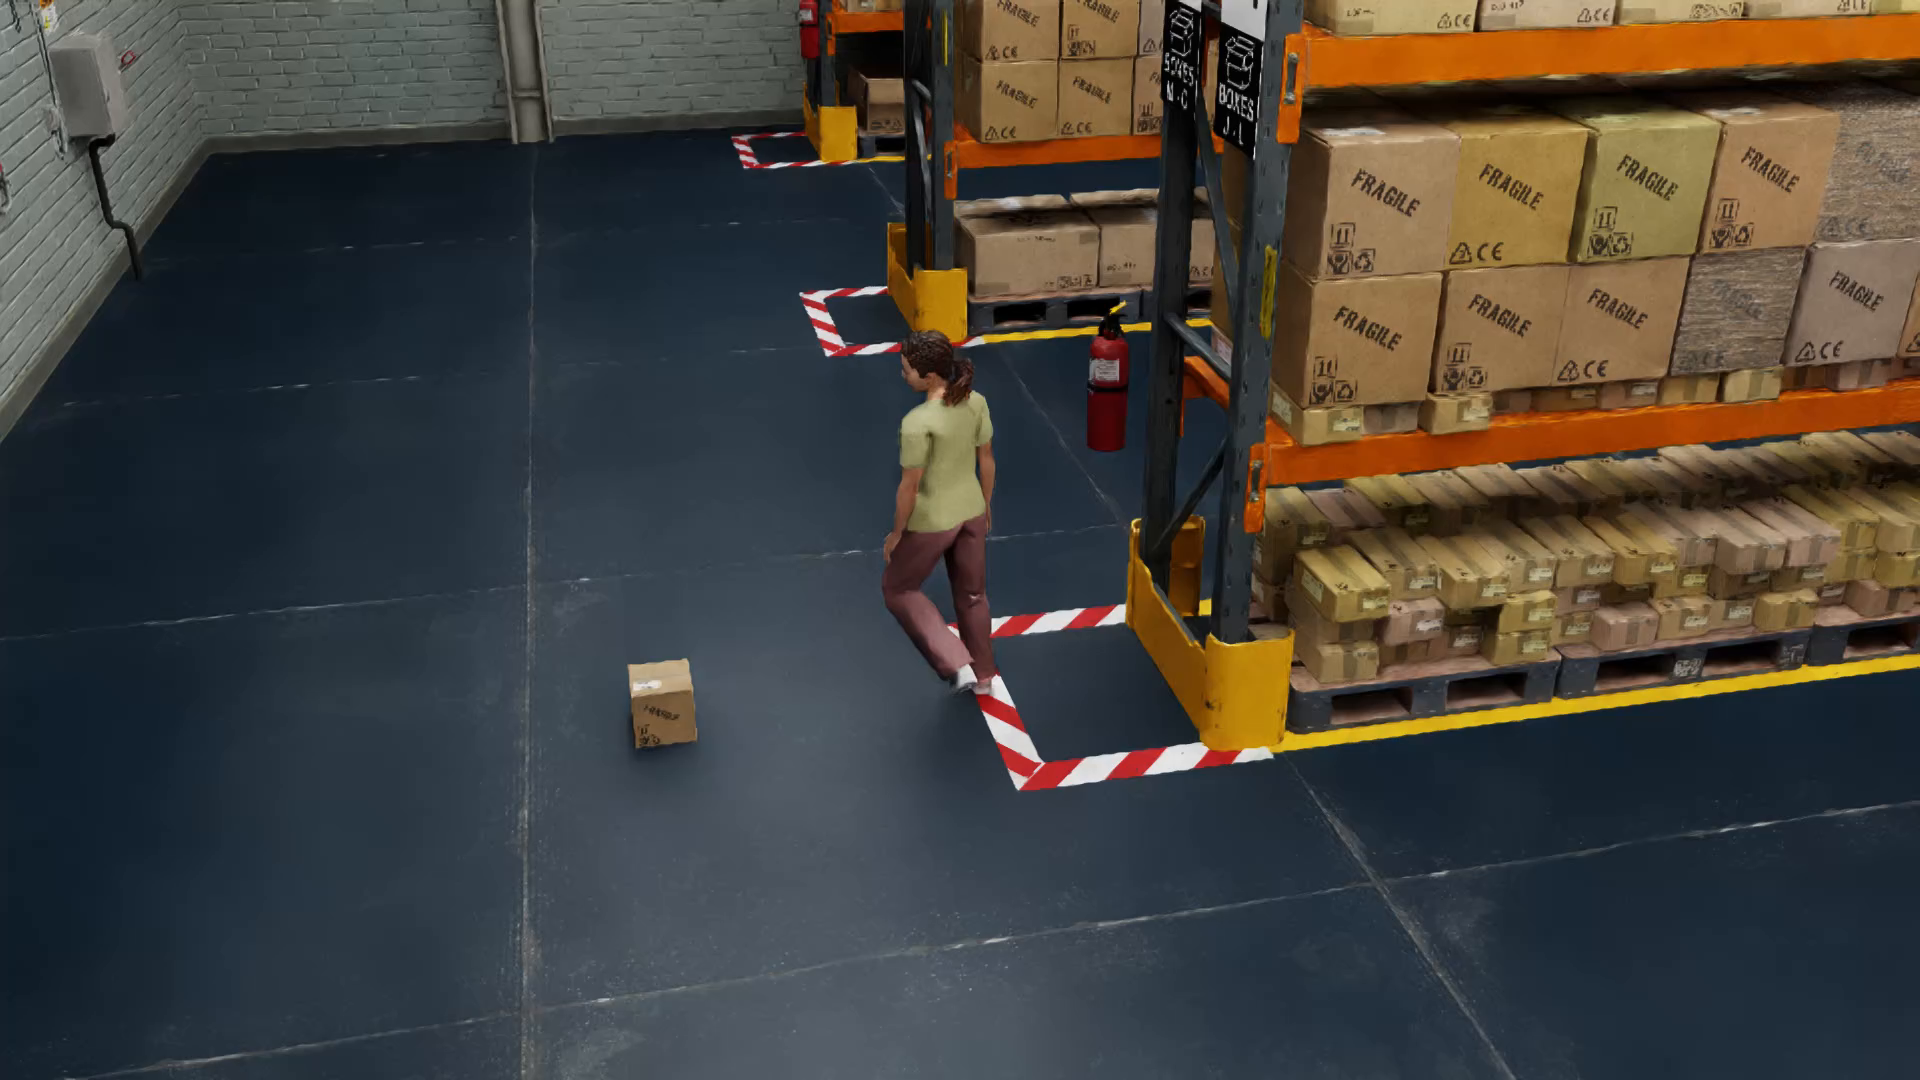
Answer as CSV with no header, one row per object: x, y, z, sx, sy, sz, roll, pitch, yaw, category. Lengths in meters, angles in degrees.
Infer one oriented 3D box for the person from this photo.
-0.043,-0.059,6.717,0.535,1.660,0.503,-20,33,-34,person
